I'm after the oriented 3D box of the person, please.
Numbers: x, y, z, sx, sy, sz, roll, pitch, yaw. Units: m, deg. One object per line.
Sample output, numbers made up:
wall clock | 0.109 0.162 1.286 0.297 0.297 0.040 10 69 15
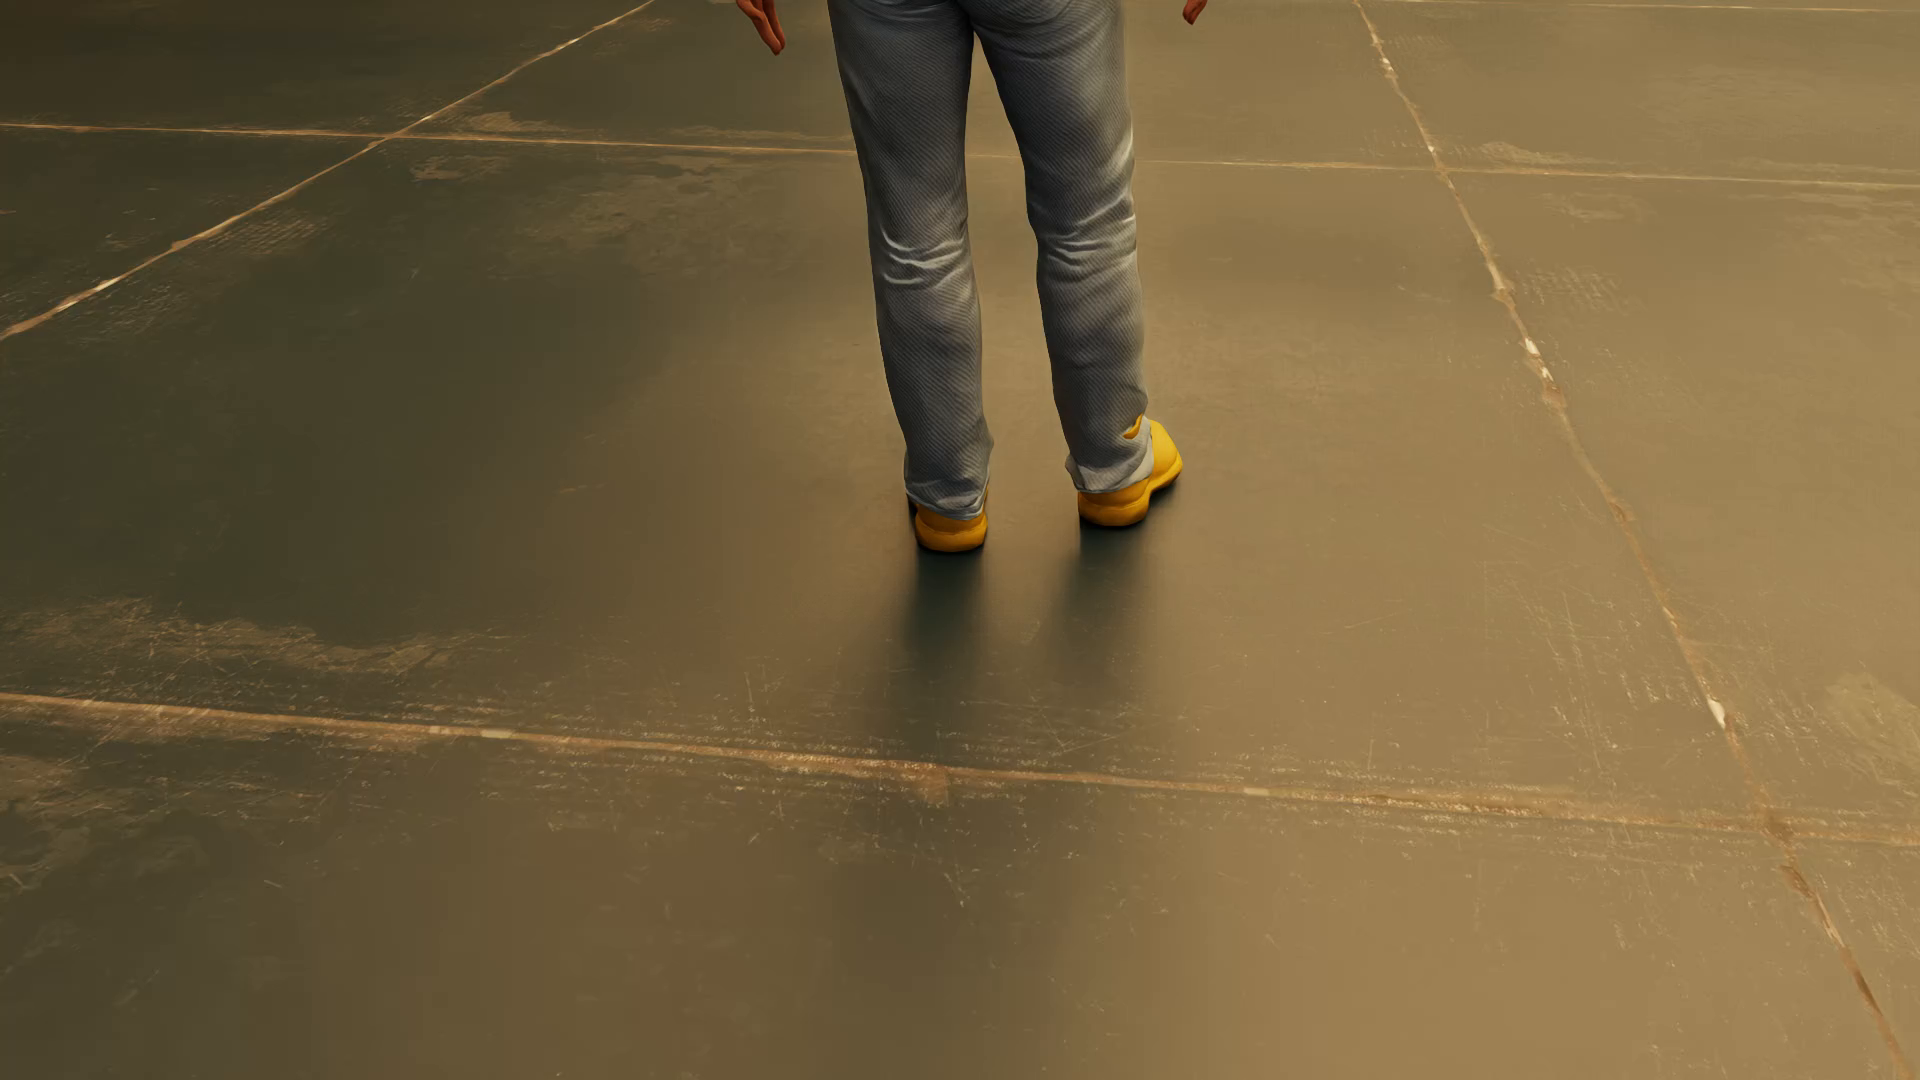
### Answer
person | 0.016 -0.827 2.163 0.665 1.765 0.577 3 27 7
